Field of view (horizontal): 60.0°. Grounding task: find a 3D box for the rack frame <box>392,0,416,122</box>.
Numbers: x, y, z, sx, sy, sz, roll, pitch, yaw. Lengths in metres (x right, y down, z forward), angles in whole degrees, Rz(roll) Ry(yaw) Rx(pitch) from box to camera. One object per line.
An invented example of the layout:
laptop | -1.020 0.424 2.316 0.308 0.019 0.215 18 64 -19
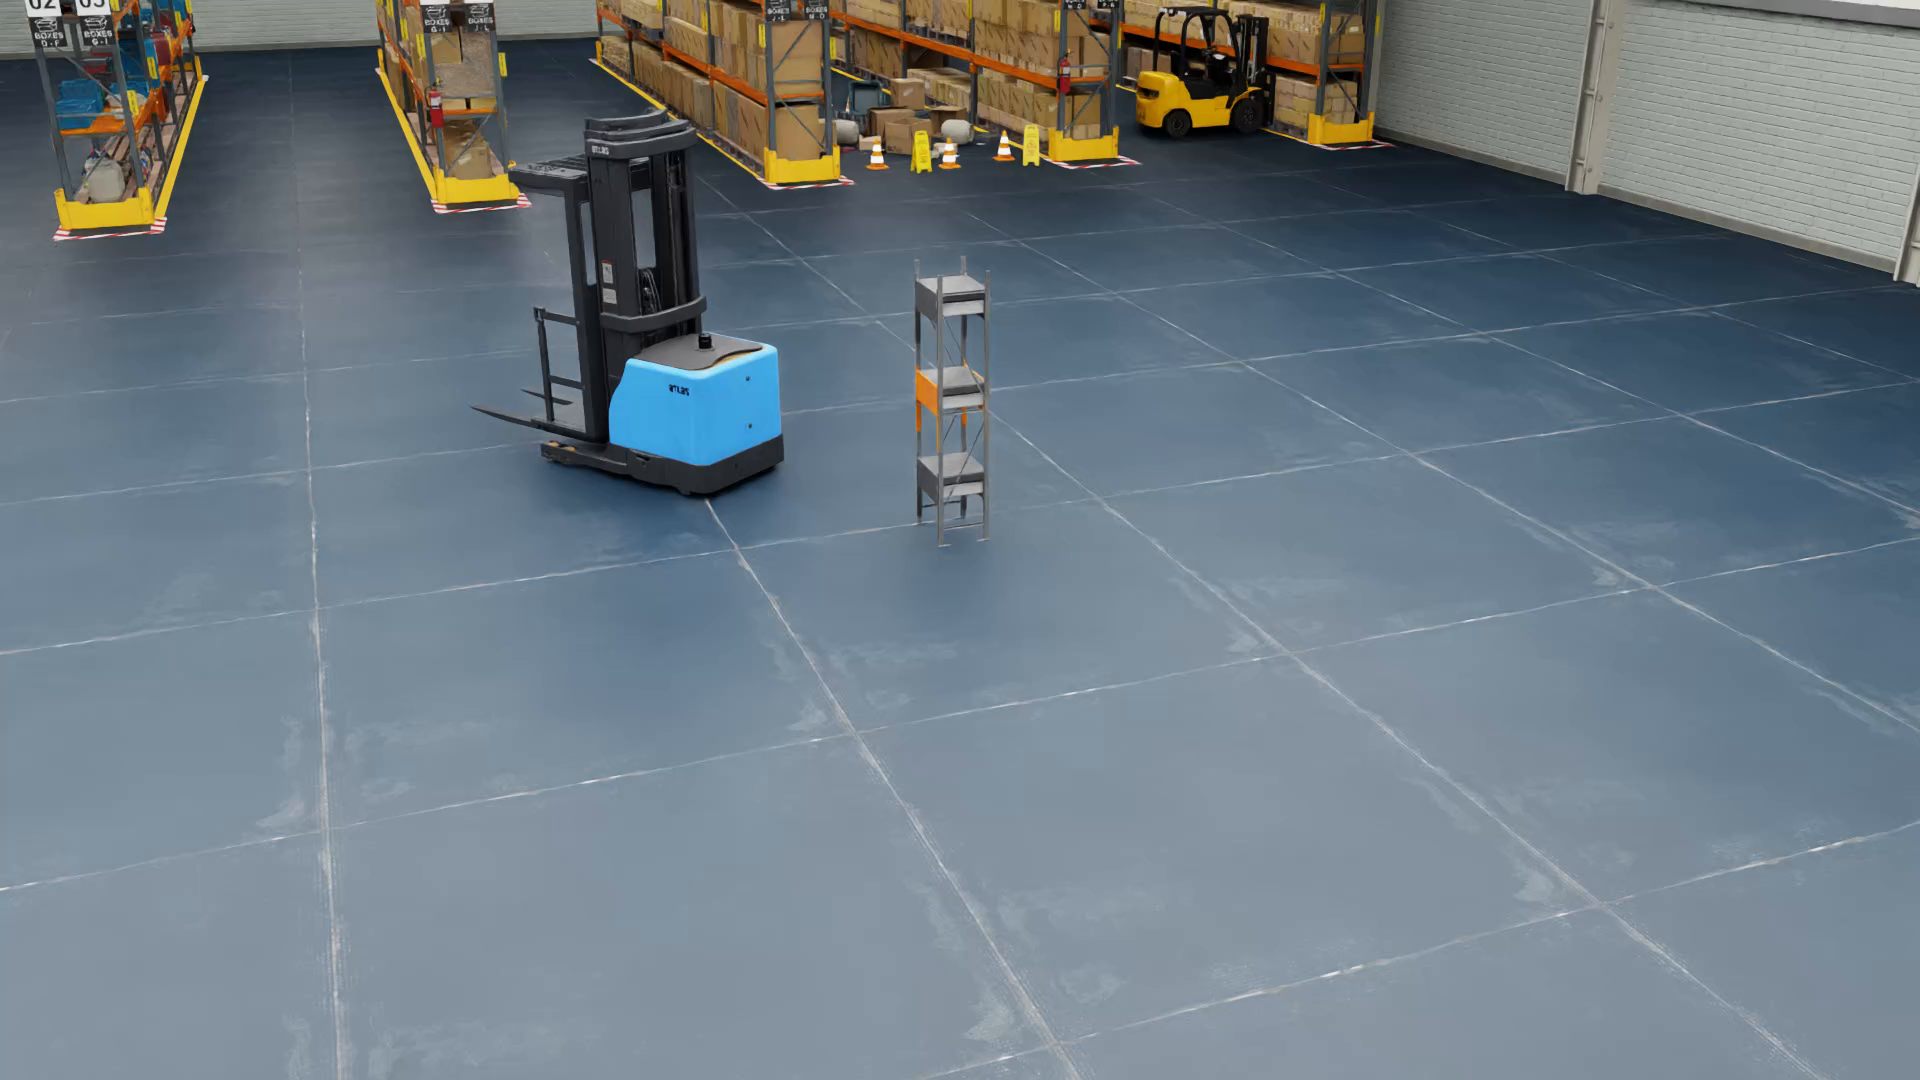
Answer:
rack frame | -9.993 -9.353 31.079 1.000 3.000 0.127 -8 24 -19

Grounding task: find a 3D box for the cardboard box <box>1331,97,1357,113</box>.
cardboard box | 6.775 -7.844 29.855 0.500 0.250 0.500 -8 24 -18

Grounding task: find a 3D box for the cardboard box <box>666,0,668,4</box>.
cardboard box | -5.850 -11.112 34.268 0.380 0.149 0.250 -9 24 -20

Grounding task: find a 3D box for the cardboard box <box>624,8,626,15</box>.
cardboard box | -6.918 -11.222 35.295 0.380 0.149 0.250 -8 24 -18

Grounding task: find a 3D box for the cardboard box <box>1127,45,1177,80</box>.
cardboard box | 4.128 -10.266 35.761 0.875 0.625 0.625 -8 24 -17

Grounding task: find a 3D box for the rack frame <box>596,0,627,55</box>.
rack frame | -8.143 -12.904 39.503 1.000 3.000 0.127 -8 24 -19

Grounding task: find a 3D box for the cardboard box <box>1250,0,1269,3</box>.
cardboard box | 5.779 -10.252 31.865 0.380 0.149 0.250 -9 24 -20

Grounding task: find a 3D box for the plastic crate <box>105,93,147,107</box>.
plastic crate | -12.403 -6.543 24.752 0.530 0.136 0.437 -8 24 -19

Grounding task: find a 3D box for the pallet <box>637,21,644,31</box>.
pallet | -6.055 -10.622 34.337 1.003 0.211 1.213 -8 24 -19

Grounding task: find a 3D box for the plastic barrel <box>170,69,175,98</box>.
plastic barrel | -15.863 -9.153 32.766 0.600 0.901 0.708 -8 24 -19

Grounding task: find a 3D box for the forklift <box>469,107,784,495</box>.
forklift | -3.008 -2.140 14.054 3.031 2.935 1.130 15 27 31

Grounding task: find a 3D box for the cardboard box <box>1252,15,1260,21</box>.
cardboard box | 5.625 -9.666 30.857 0.380 0.149 0.250 -9 25 -21

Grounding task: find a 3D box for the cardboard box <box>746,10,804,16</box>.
cardboard box | -2.937 -8.206 26.774 0.875 0.550 0.550 -8 24 -19

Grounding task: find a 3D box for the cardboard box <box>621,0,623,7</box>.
cardboard box | -7.021 -11.459 35.474 0.380 0.149 0.250 -8 24 -18

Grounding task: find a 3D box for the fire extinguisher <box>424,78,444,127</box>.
fire extinguisher | -7.558 -6.306 23.948 0.296 0.674 0.183 -8 24 -19

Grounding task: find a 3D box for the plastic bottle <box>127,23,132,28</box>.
plastic bottle | -16.204 -9.917 32.480 0.144 0.351 0.185 -8 24 -19

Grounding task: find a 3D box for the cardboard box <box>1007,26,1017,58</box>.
cardboard box | 1.147 -8.700 29.018 0.500 0.500 0.500 -8 24 -18

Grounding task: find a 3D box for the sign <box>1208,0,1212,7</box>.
sign | 4.829 -10.361 32.081 0.100 0.325 0.005 -8 24 -19

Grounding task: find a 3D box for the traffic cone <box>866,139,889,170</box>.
traffic cone | -1.350 -6.309 27.122 0.336 0.463 0.334 -8 24 -19

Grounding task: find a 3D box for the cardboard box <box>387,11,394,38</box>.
cardboard box | -11.123 -10.287 33.165 0.500 0.500 0.500 -9 24 -20

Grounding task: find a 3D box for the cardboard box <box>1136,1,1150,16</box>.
cardboard box | 4.024 -11.179 34.962 0.500 0.250 0.500 -8 24 -17

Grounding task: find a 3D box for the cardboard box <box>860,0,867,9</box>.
cardboard box | -1.880 -11.756 36.330 0.500 0.250 0.500 -8 24 -18

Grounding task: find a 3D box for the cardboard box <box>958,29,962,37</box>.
cardboard box | 0.174 -9.584 31.410 0.380 0.149 0.250 -9 25 -21

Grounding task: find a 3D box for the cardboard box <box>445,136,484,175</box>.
cardboard box | -7.615 -5.929 25.634 0.500 0.500 0.500 -2 23 -5

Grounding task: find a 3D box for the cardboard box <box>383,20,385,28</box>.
cardboard box | -11.912 -10.850 34.954 0.380 0.149 0.250 -8 24 -18

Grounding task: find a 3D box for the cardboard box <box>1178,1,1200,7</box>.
cardboard box | 4.609 -10.749 33.427 0.380 0.149 0.250 -9 24 -20

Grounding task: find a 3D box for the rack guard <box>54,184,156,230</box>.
rack guard | -11.871 -4.636 23.105 1.175 0.500 0.348 -8 24 -19

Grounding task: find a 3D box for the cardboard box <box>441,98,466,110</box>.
cardboard box | -7.461 -6.406 24.409 0.380 0.149 0.250 -8 24 -19

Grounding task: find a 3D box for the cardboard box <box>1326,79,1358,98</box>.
cardboard box | 6.754 -8.076 29.761 0.500 0.250 0.500 -9 24 -20

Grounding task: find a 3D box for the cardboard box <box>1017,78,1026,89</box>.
cardboard box | 1.207 -7.944 28.935 0.380 0.149 0.250 -7 24 -17

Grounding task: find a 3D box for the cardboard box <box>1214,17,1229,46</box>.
cardboard box | 5.246 -9.791 31.988 0.500 0.500 0.500 -9 24 -20

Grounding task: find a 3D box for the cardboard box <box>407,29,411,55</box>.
cardboard box | -9.279 -8.758 28.993 0.797 0.503 0.637 -6 24 -14

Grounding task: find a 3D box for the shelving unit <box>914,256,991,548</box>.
shelving unit | -0.058 -1.028 12.485 0.431 2.100 0.503 -8 24 -19

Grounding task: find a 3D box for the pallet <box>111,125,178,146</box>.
pallet | -14.389 -7.102 29.327 1.003 0.211 1.213 -8 24 -19

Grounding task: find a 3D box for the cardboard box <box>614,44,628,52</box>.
cardboard box | -7.629 -11.161 37.733 0.380 0.149 0.250 -9 25 -21

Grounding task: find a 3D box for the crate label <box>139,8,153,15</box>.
crate label | -17.673 -11.396 36.064 0.416 0.233 0.303 -8 24 -19

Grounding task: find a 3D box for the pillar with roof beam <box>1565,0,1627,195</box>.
pillar with roof beam | 5.436 -8.859 22.182 9.100 9.000 0.400 -8 24 -19

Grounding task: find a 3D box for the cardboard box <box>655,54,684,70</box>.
cardboard box | -5.804 -9.596 33.369 0.500 0.250 0.500 -9 24 -20

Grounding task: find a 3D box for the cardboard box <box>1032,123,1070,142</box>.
cardboard box | 1.558 -6.998 28.490 0.500 0.250 0.500 -8 24 -19

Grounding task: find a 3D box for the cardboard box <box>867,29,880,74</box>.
cardboard box | -1.515 -10.839 36.799 0.875 0.875 0.875 -8 24 -17

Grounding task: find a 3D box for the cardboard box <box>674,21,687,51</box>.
cardboard box | -5.051 -9.475 31.239 0.500 0.500 0.500 -8 24 -19

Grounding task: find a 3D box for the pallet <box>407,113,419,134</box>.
pallet | -9.718 -7.784 30.946 1.003 0.211 1.213 -8 24 -19

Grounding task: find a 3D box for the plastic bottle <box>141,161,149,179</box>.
plastic bottle | -12.306 -5.574 25.060 0.097 0.271 0.097 0 23 0

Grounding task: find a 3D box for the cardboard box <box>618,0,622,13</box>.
cardboard box | -7.165 -11.770 36.302 0.500 0.500 0.500 -8 24 -19

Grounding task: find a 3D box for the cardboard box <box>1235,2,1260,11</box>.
cardboard box | 5.444 -10.093 31.488 0.380 0.149 0.250 -9 24 -20

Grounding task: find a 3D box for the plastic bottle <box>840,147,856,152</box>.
plastic bottle | -1.937 -6.730 28.640 0.283 0.061 0.133 -18 29 -37

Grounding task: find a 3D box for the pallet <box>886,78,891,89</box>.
pallet | -0.930 -9.724 35.550 1.003 0.211 1.213 -8 24 -19

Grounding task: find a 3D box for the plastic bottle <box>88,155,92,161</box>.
plastic bottle | -13.100 -5.629 25.087 0.144 0.351 0.185 -9 24 -19

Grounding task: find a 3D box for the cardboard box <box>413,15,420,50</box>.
cardboard box | -8.118 -7.802 25.599 0.500 0.500 0.500 -8 24 -19

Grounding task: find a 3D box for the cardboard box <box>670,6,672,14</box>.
cardboard box | -5.756 -10.882 34.107 0.380 0.149 0.250 -9 24 -19

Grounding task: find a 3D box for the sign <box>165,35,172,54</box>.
sign | -14.114 -8.827 29.620 0.100 0.325 0.005 -8 24 -19
